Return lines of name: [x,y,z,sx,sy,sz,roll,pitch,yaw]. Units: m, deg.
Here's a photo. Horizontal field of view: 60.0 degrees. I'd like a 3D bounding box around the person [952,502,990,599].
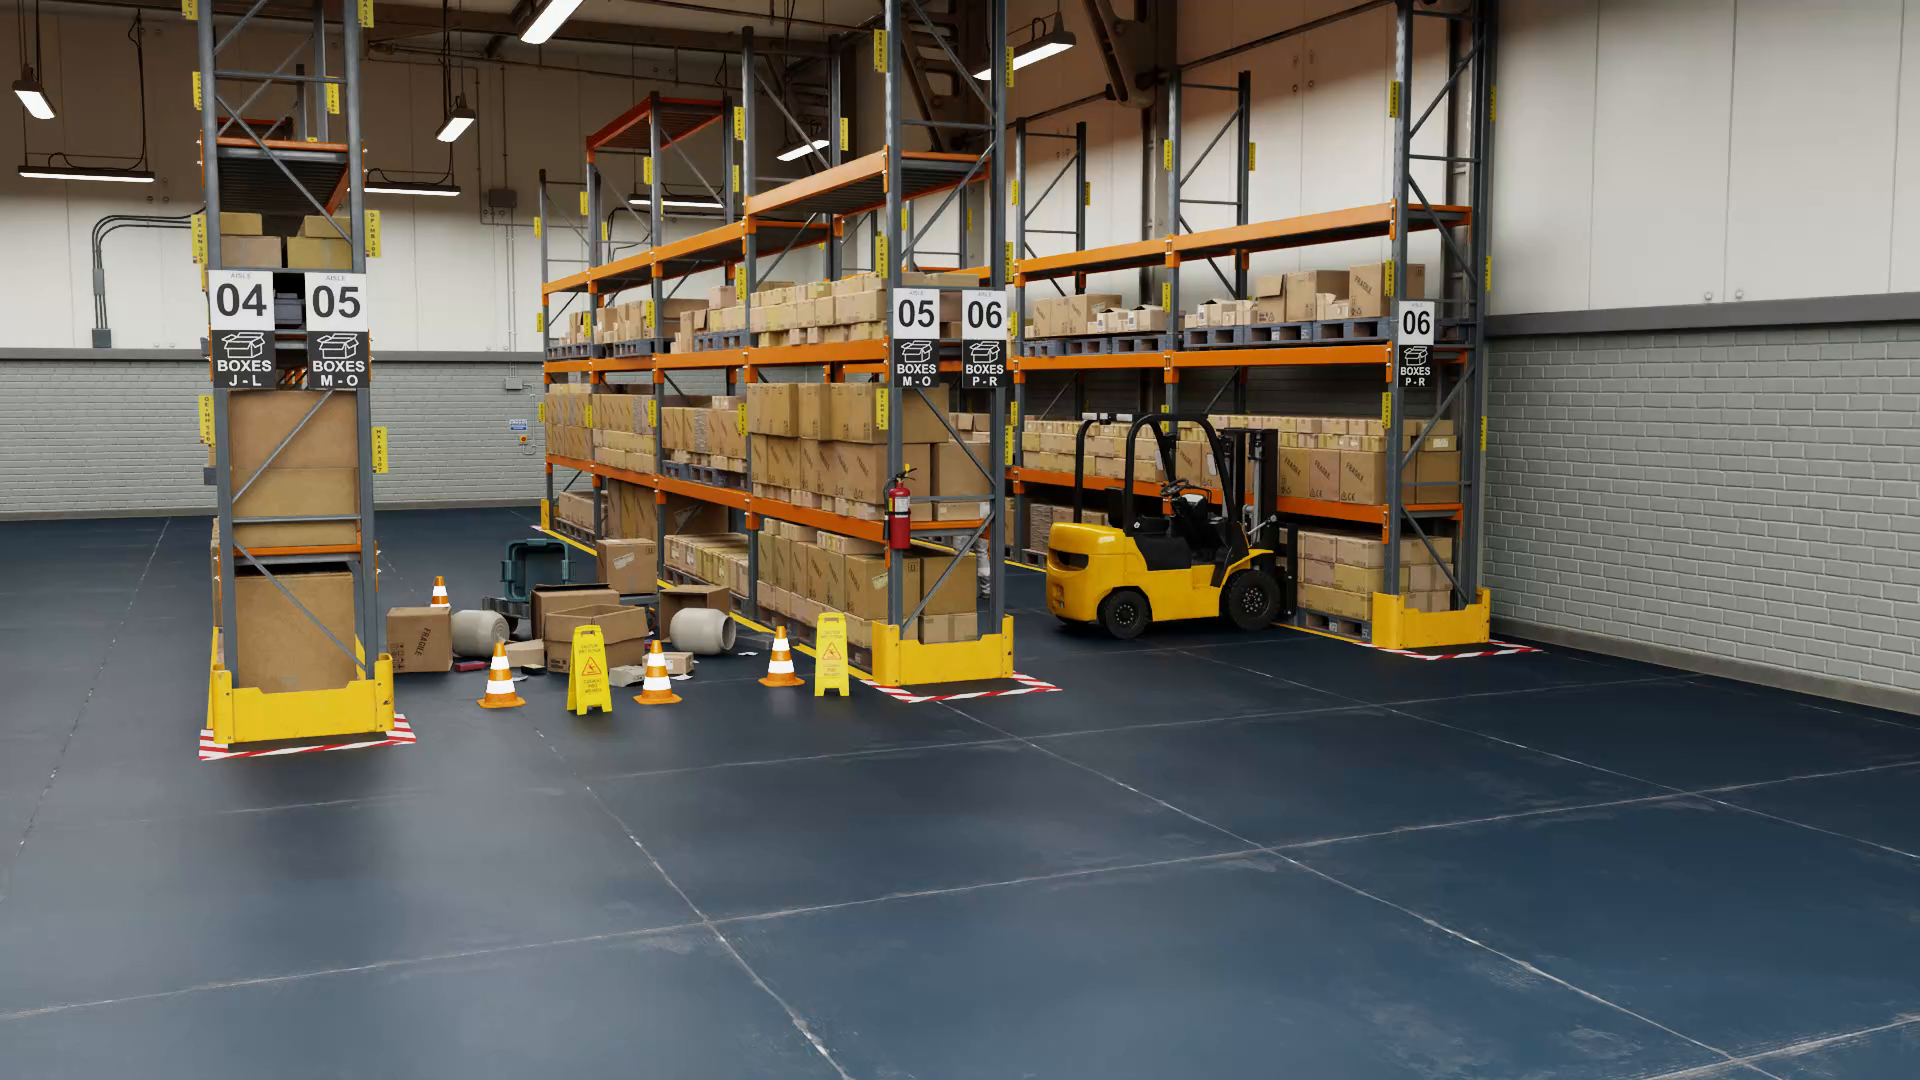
person: [0.113,-0.214,18.913,0.623,1.780,0.447,-3,6,-26]
